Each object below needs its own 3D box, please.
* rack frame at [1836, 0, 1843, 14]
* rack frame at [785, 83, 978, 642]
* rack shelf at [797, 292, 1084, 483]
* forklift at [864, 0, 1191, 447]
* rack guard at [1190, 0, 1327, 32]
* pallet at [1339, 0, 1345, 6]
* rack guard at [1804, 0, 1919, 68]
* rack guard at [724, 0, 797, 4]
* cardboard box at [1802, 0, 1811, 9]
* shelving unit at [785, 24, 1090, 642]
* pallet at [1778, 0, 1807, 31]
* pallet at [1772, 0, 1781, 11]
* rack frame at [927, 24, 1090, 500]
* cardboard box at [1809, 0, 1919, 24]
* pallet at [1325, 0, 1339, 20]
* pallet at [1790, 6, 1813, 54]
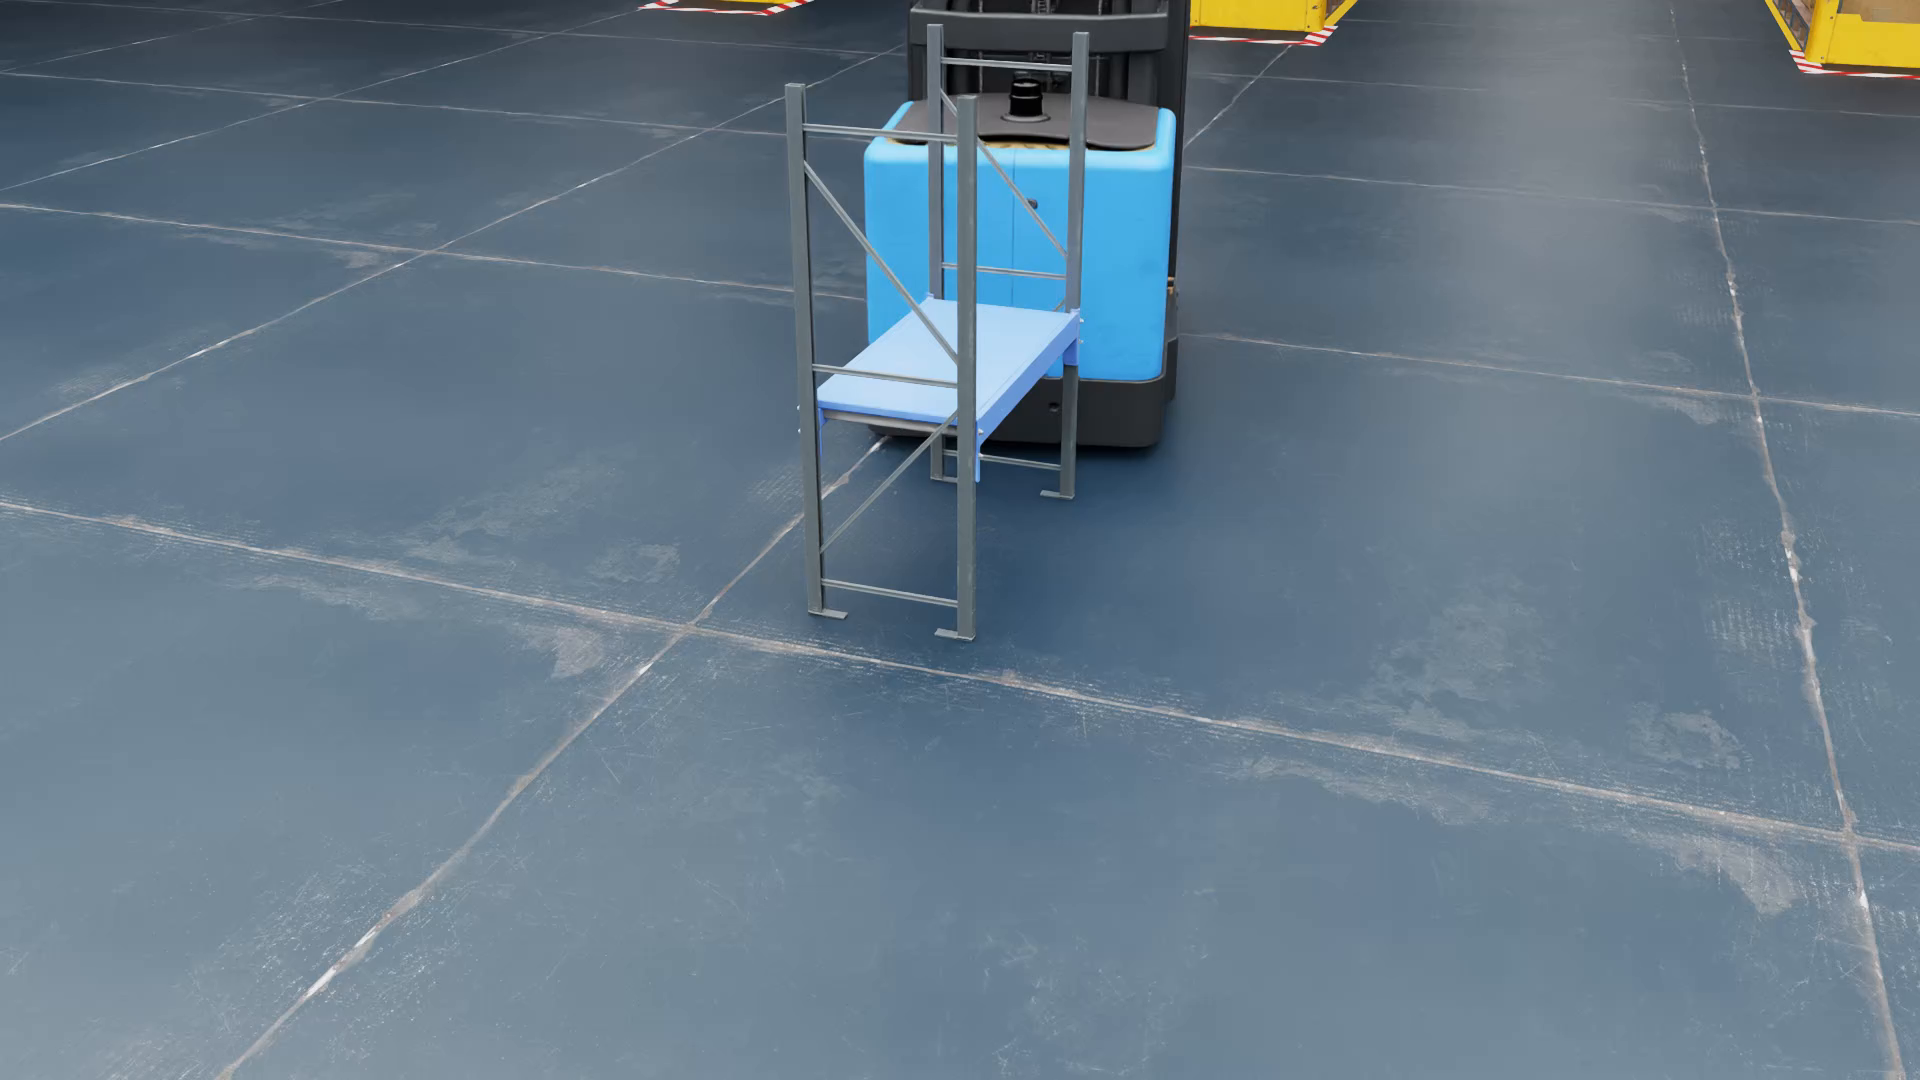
[{"bbox_3d":[7.195,-5.052,12.242,1.000,3.000,0.127,9,27,17],"label":"rack frame"},{"bbox_3d":[-0.198,-0.431,4.419,0.500,1.500,0.032,9,27,17],"label":"rack frame"},{"bbox_3d":[-0.028,-0.478,4.929,0.538,0.185,1.000,9,27,17],"label":"rack shelf"},{"bbox_3d":[0.370,-2.252,6.538,1.130,2.935,3.031,3,26,7],"label":"forklift"},{"bbox_3d":[2.577,-4.719,14.423,1.175,0.500,0.348,9,27,17],"label":"rack guard"},{"bbox_3d":[3.288,-5.417,16.196,1.003,0.211,1.213,9,27,17],"label":"pallet"},{"bbox_3d":[7.187,-3.917,12.766,1.175,0.500,0.348,9,27,17],"label":"rack guard"},{"bbox_3d":[-2.138,-5.444,15.920,1.175,0.500,0.348,9,27,17],"label":"rack guard"},{"bbox_3d":[7.650,-4.935,13.956,0.875,0.875,0.875,8,27,17],"label":"cardboard box"},{"bbox_3d":[-0.028,-0.640,4.851,0.538,1.500,1.048,9,27,17],"label":"shelving unit"},{"bbox_3d":[7.795,-4.636,14.584,1.003,0.211,1.213,9,27,17],"label":"pallet"},{"bbox_3d":[8.200,-5.139,15.623,1.003,0.211,1.213,9,27,17],"label":"pallet"},{"bbox_3d":[0.141,-0.849,5.282,0.500,1.500,0.032,9,27,17],"label":"rack frame"},{"bbox_3d":[7.359,-4.573,13.209,0.875,0.875,0.875,9,27,18],"label":"cardboard box"},{"bbox_3d":[2.881,-4.918,15.164,1.003,0.211,1.213,9,27,17],"label":"pallet"},{"bbox_3d":[7.388,-4.137,13.552,1.003,0.211,1.213,9,27,17],"label":"pallet"}]
